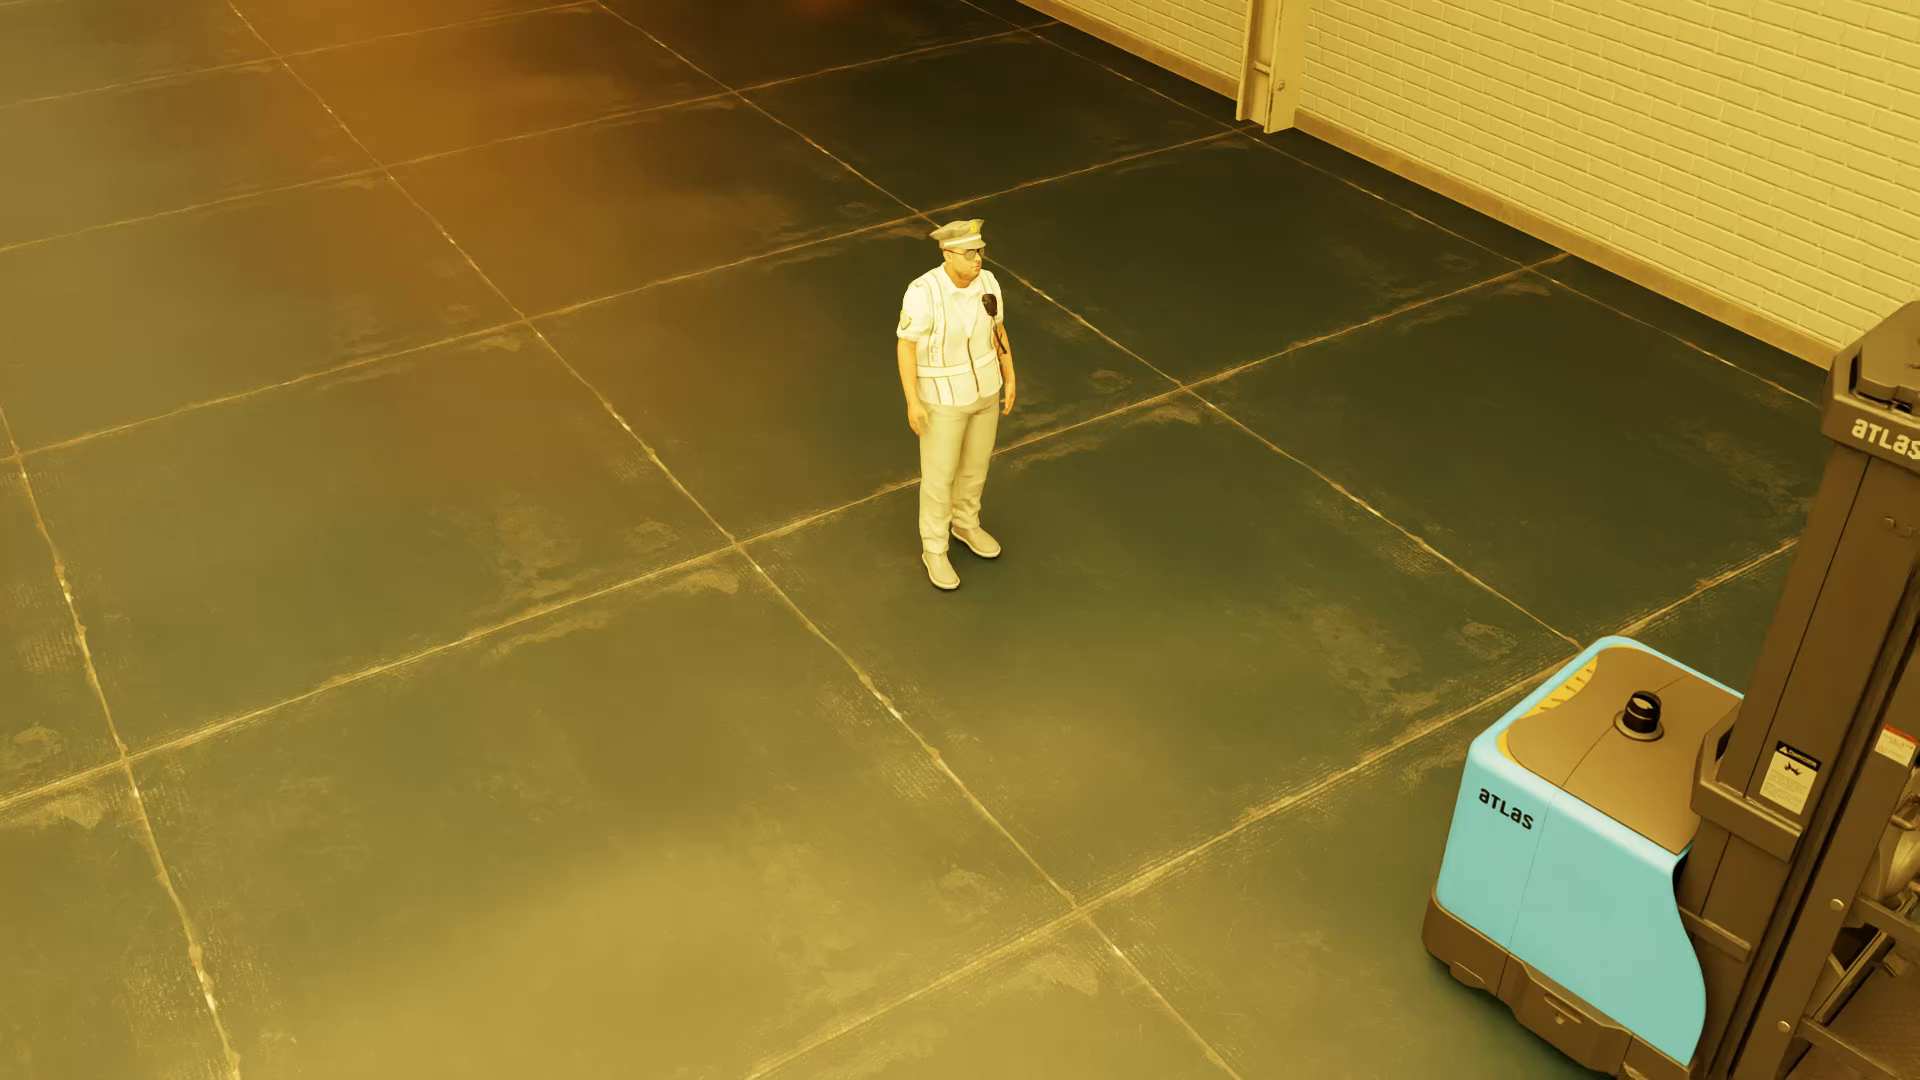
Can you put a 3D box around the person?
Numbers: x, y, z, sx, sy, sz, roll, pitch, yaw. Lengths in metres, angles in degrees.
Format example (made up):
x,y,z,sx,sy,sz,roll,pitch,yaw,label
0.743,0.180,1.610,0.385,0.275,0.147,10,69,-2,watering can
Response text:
x,y,z,sx,sy,sz,roll,pitch,yaw,label
0.032,-0.694,8.122,0.640,1.781,0.575,-21,40,-27,person

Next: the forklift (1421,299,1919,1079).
x,y,z,sx,sy,sz,roll,pitch,yaw,label
3.140,0.831,4.965,1.130,2.935,3.031,-28,44,-34,forklift
